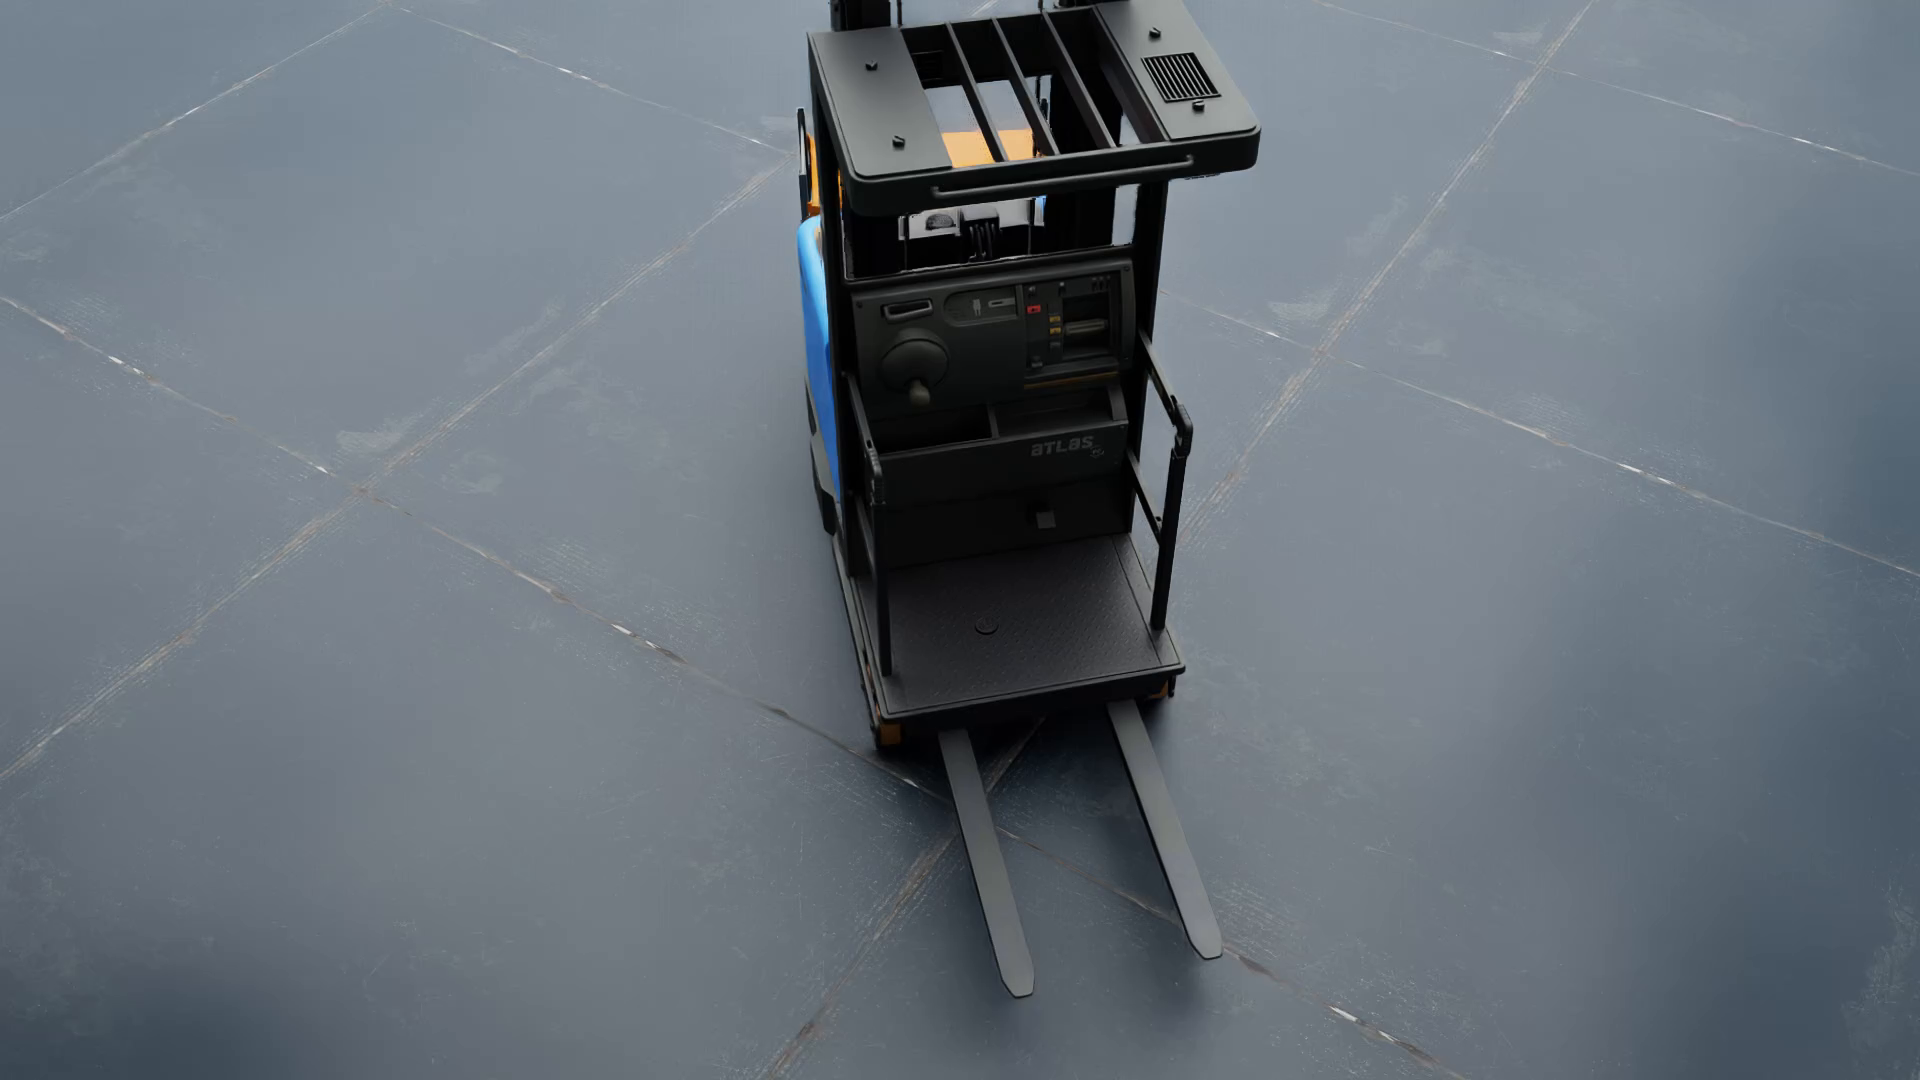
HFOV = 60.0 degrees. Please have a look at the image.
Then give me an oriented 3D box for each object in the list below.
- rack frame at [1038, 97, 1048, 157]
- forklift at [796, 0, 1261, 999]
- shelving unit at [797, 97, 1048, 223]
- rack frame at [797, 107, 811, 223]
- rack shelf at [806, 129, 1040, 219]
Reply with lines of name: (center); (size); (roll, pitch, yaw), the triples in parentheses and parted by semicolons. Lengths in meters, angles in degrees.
rack frame: (0.369, -1.292, 7.221); (0.032, 1.125, 0.500); (-3, 46, -3)
forklift: (0.165, -0.578, 5.268); (1.130, 2.935, 3.031); (-9, 47, -9)
shelving unit: (-0.138, -1.263, 7.193); (1.048, 1.125, 0.538); (-3, 46, -3)
rack frame: (-0.645, -1.234, 7.165); (0.032, 1.125, 0.500); (-3, 46, -3)
rack shelf: (-0.138, -1.467, 6.983); (1.000, 0.278, 0.538); (-3, 46, -3)
